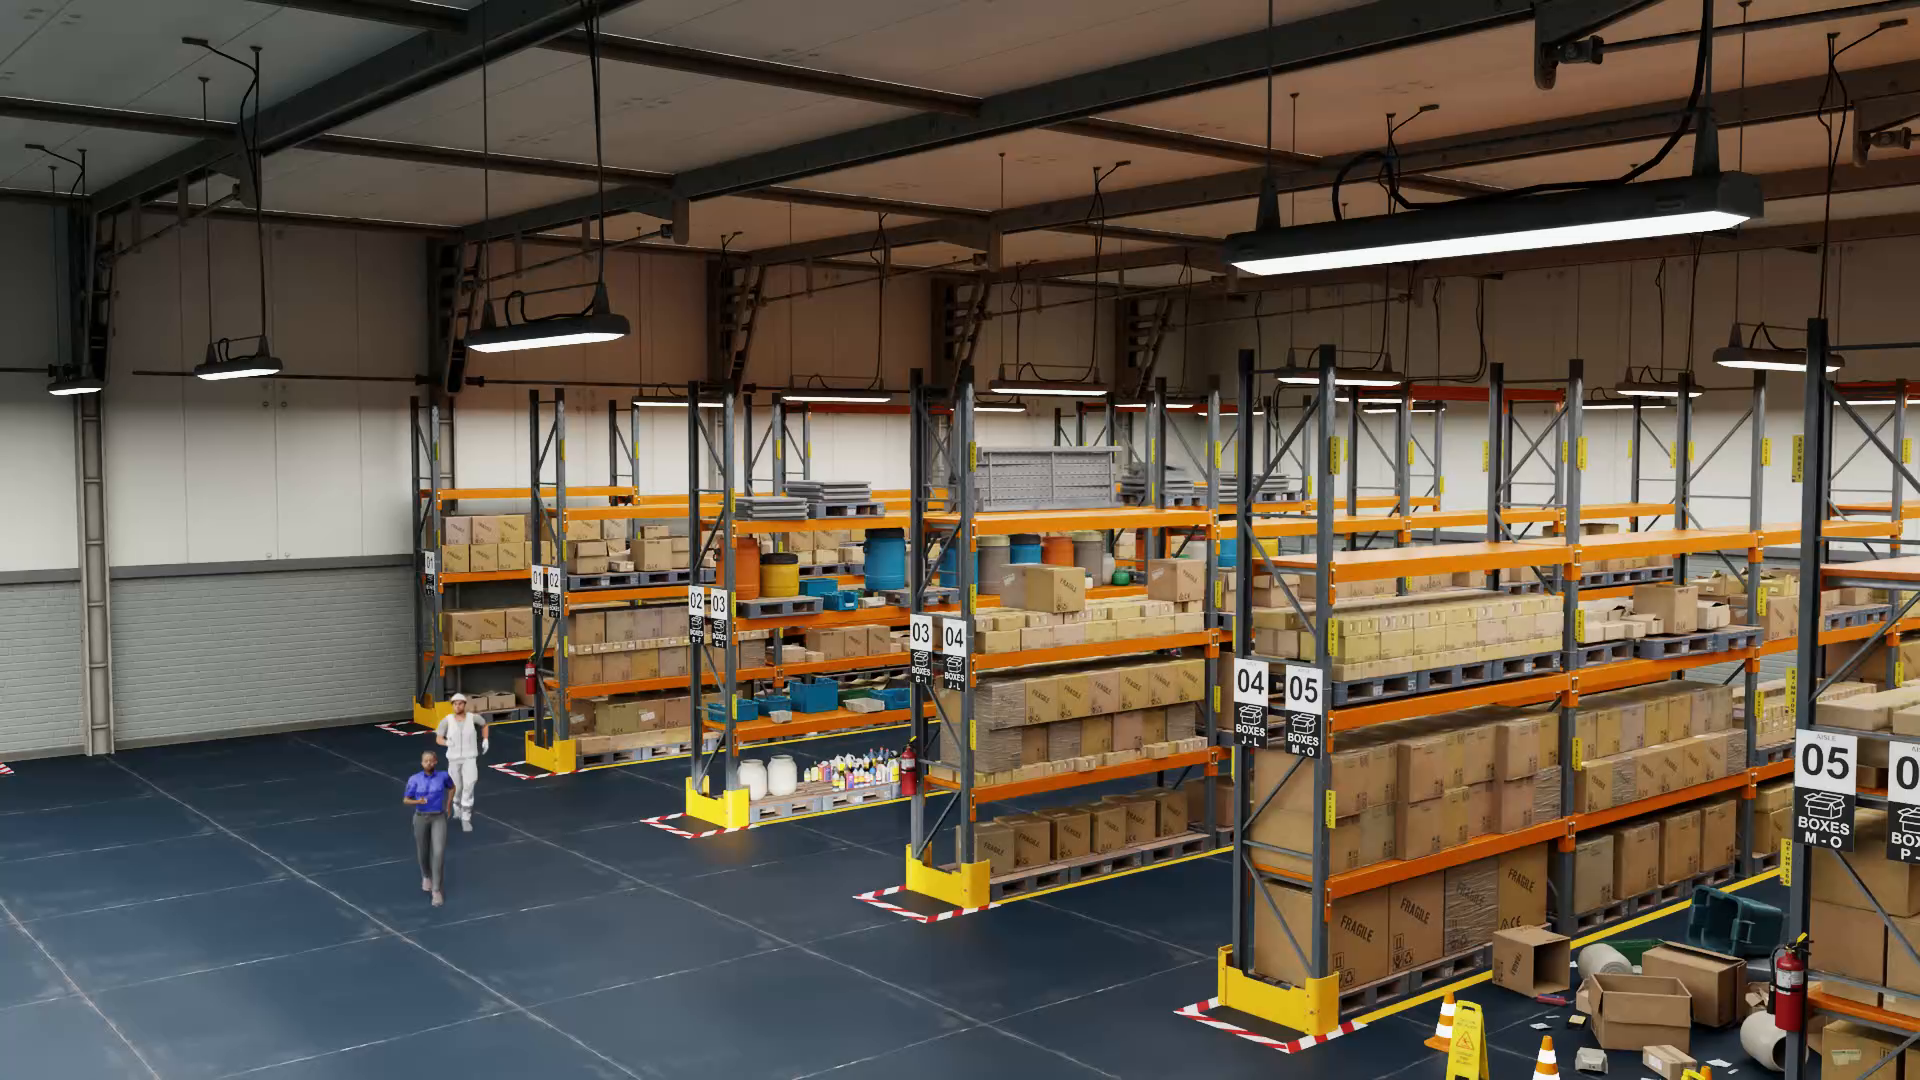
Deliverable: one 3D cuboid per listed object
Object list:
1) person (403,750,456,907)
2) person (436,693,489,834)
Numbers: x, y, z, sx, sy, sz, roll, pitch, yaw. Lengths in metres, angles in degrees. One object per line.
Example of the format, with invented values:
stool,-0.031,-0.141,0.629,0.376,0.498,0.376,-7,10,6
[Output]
person,-5.976,3.212,18.755,0.570,1.666,0.850,-1,4,-17
person,-6.675,2.955,22.304,0.667,1.801,0.908,-1,3,-13
